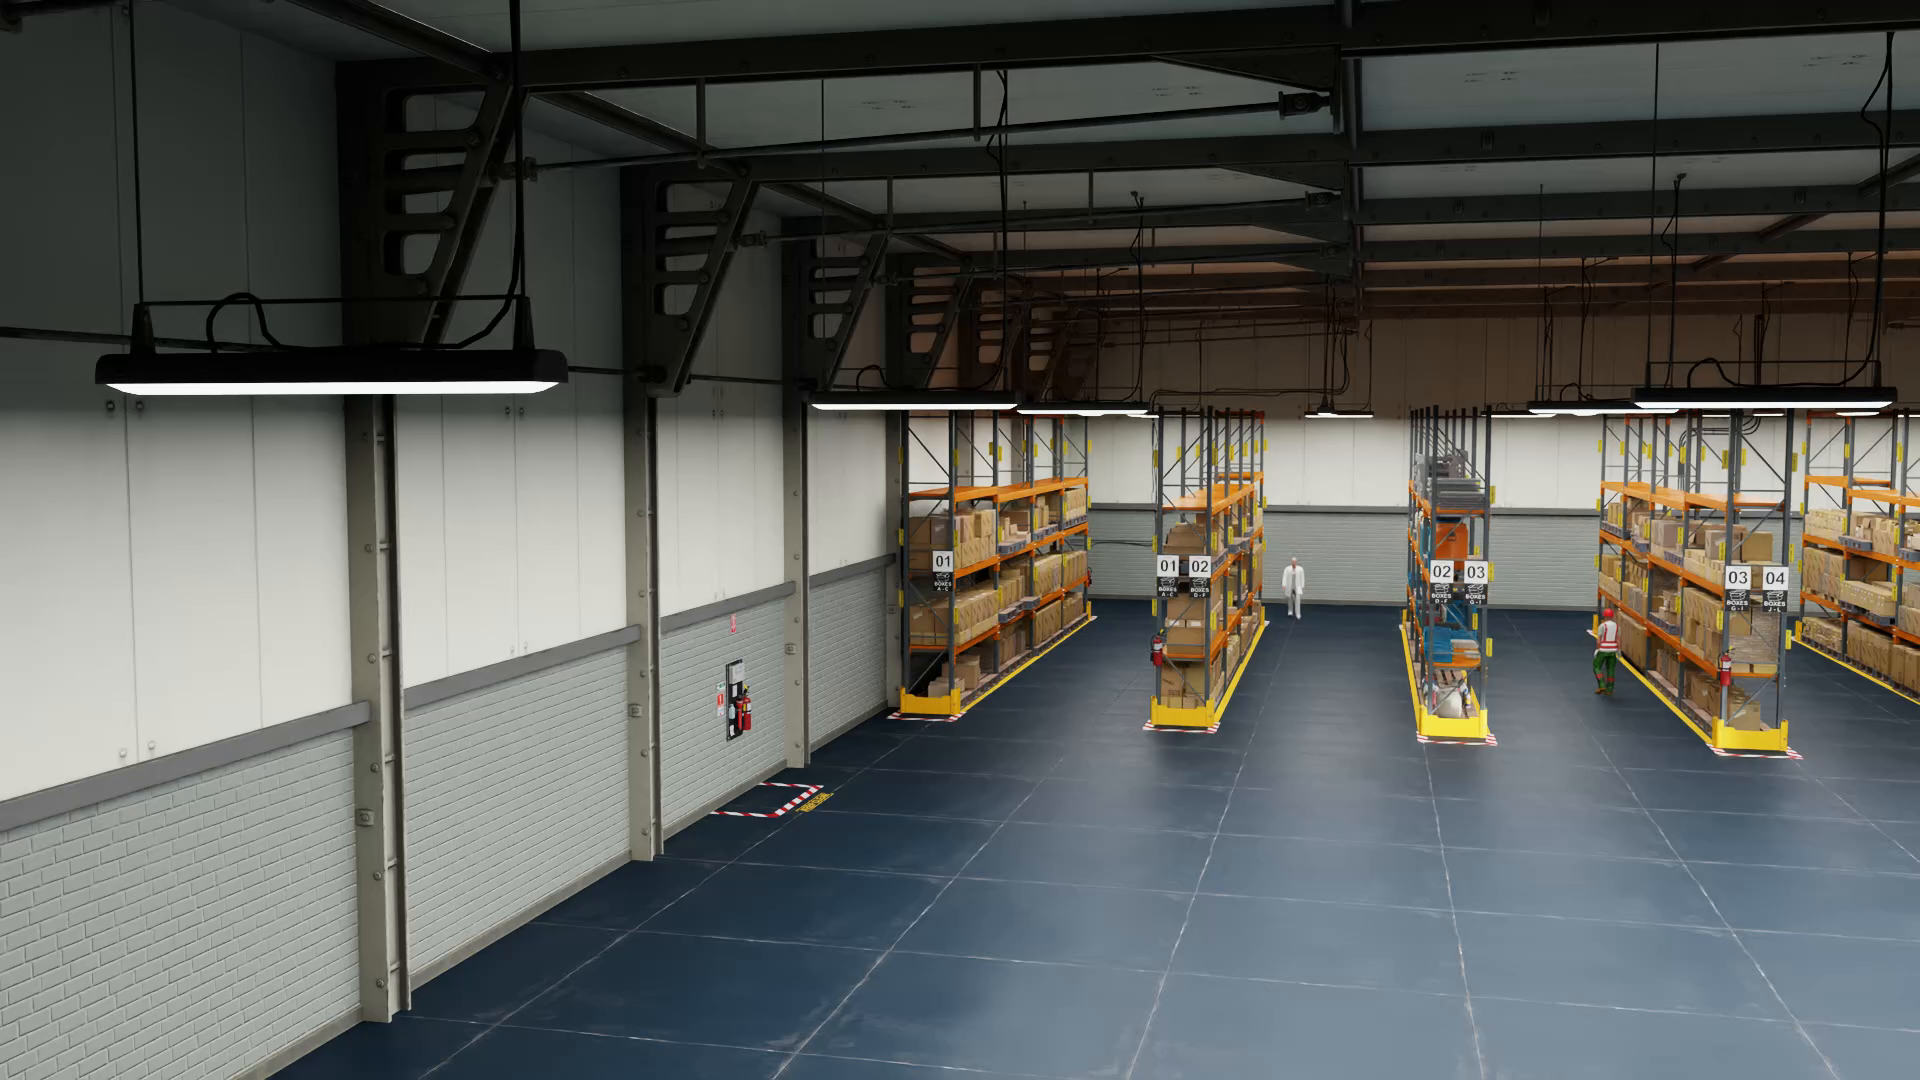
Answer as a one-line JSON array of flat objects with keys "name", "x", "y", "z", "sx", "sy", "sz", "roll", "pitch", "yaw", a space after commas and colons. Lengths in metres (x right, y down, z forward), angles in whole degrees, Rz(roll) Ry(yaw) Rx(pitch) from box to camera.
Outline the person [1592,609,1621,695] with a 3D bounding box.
[{"name": "person", "x": 13.540, "y": 2.339, "z": 34.790, "sx": 0.593, "sy": 1.802, "sz": 0.395, "roll": -1, "pitch": 4, "yaw": -10}]

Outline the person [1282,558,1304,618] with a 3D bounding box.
[{"name": "person", "x": 9.661, "y": 1.375, "z": 48.198, "sx": 0.638, "sy": 1.715, "sz": 1.129, "roll": 1, "pitch": 4, "yaw": 9}]
